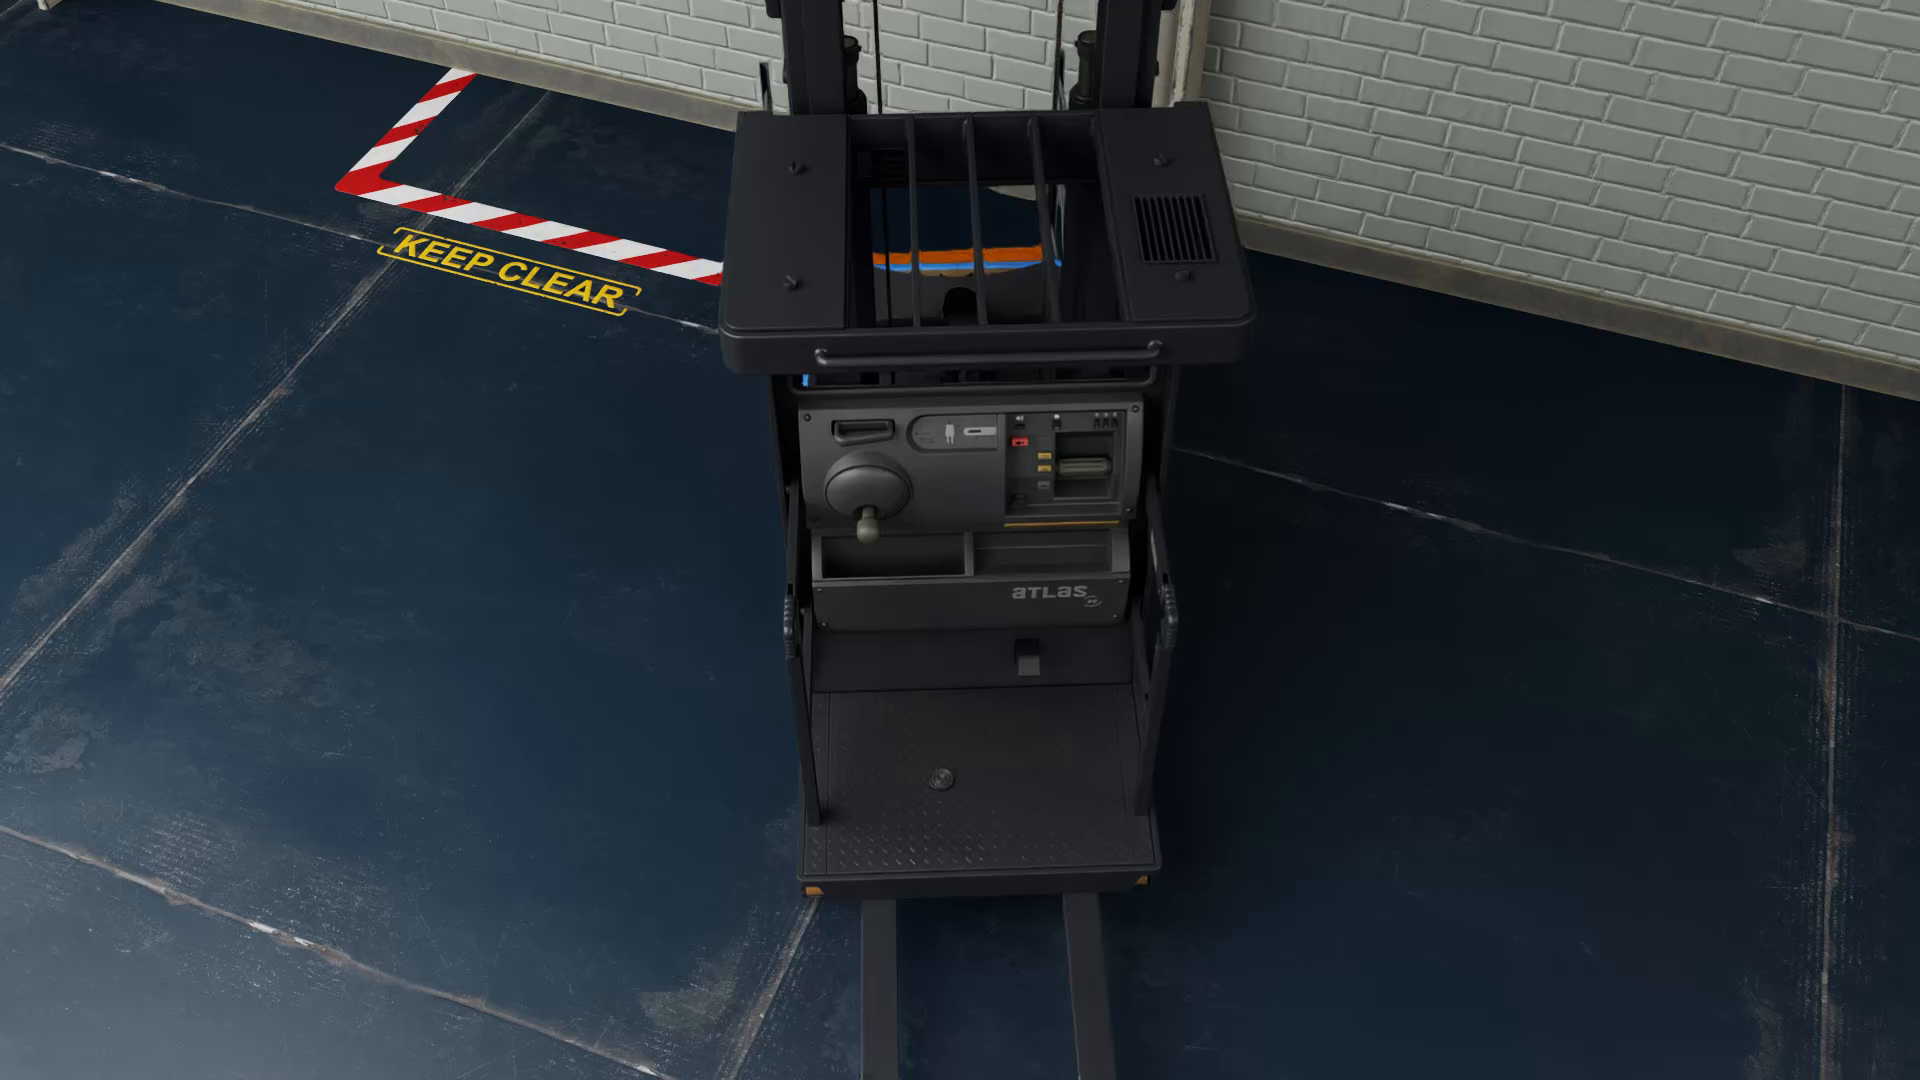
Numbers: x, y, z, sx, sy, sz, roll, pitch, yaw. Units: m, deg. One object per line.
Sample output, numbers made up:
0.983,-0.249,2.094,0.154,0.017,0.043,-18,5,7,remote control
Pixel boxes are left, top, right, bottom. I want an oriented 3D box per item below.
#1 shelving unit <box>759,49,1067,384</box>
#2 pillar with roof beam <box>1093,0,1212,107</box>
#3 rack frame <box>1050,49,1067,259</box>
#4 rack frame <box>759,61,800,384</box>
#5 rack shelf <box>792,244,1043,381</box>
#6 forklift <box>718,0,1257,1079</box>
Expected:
-0.136,-0.984,6.111,1.083,1.500,0.587,-3,49,-3,shelving unit
-0.732,-1.236,1.366,0.400,9.000,9.100,16,51,13,pillar with roof beam
0.362,-1.013,6.135,0.032,1.500,0.500,-3,49,-3,rack frame
-0.652,-0.955,6.085,0.032,1.500,0.500,-3,49,-3,rack frame
-0.145,-0.866,6.246,1.000,0.185,0.538,-3,49,-3,rack shelf
0.042,-0.094,4.392,1.130,2.935,3.031,-2,49,-1,forklift
